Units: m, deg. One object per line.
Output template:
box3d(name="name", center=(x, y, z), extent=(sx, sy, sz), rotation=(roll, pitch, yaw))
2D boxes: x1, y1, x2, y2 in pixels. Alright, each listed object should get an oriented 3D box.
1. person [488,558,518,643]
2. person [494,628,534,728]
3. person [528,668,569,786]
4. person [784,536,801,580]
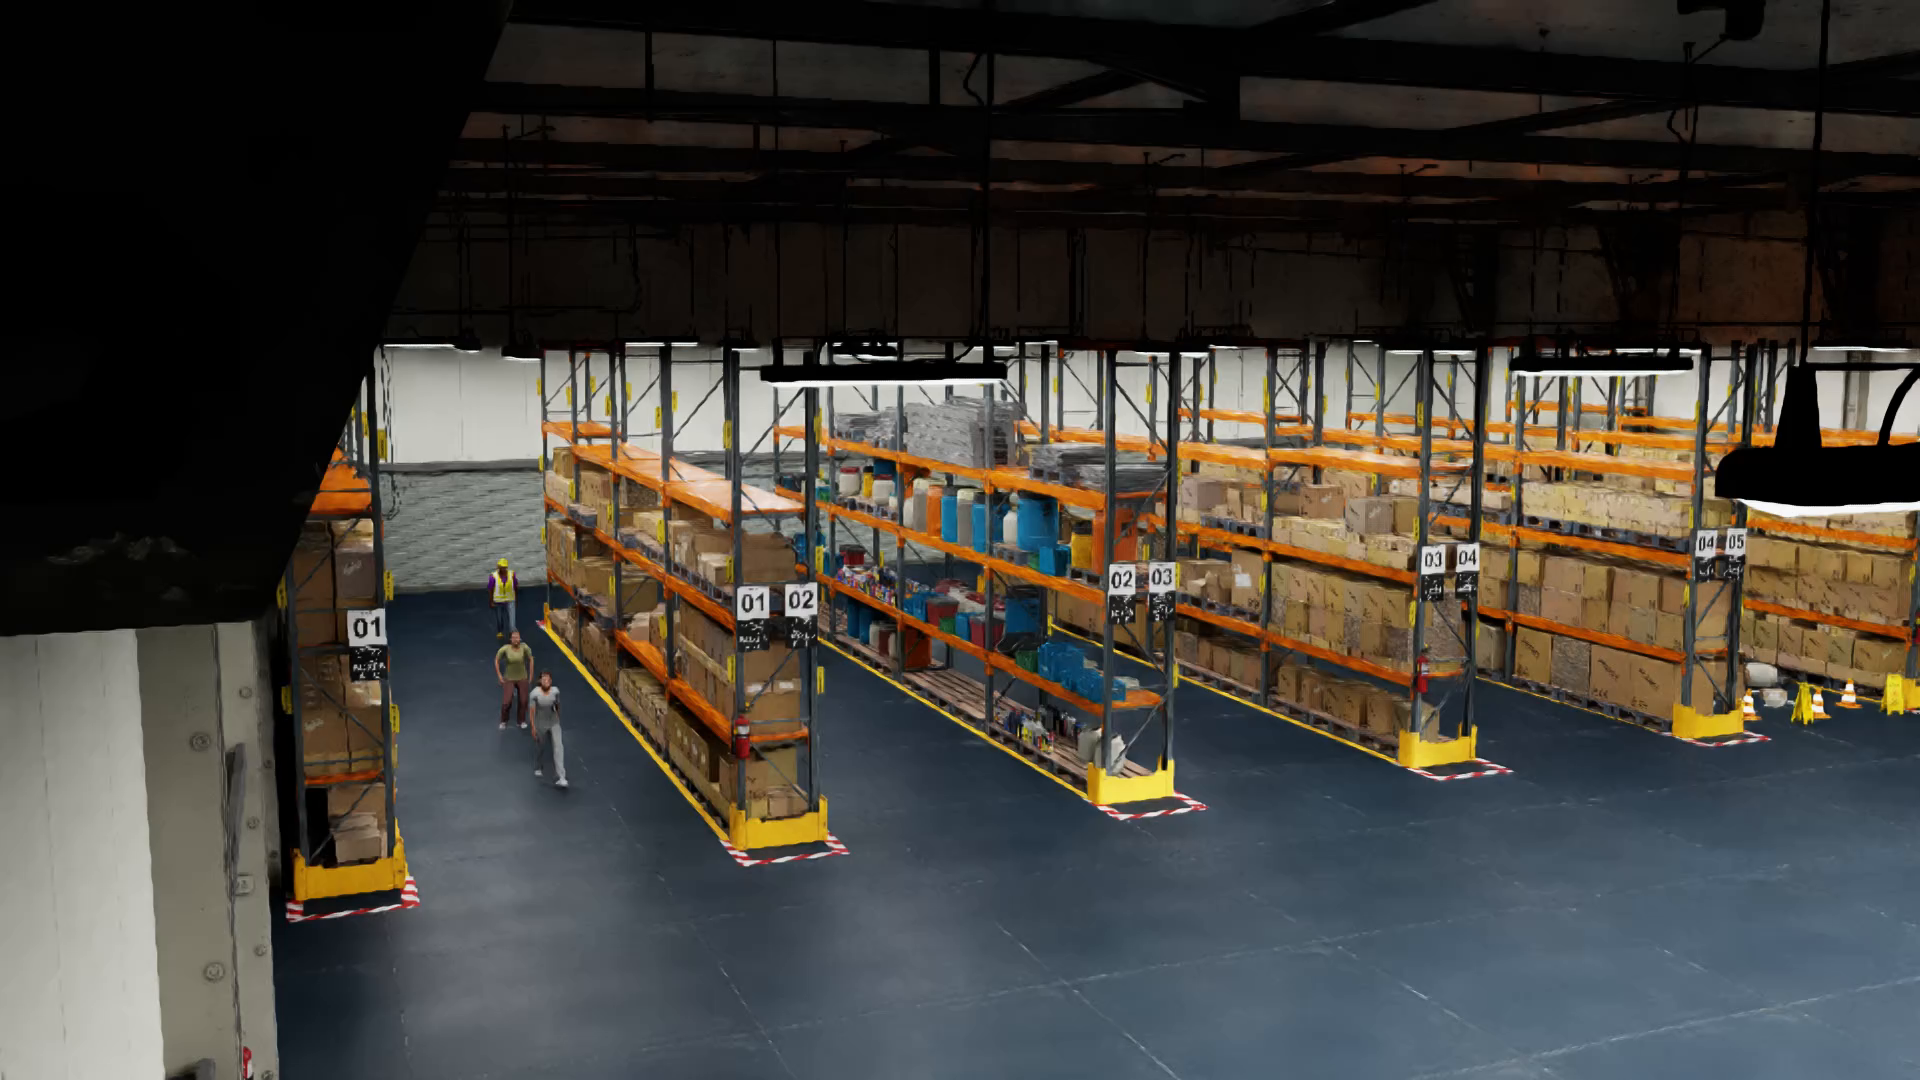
box3d(name="person", center=(-9.073, 1.184, 33.054), extent=(0.579, 1.688, 1.107), rotation=(-3, 8, -19))
box3d(name="person", center=(-6.964, 2.162, 26.007), extent=(0.598, 1.618, 0.507), rotation=(-3, 8, -24))
box3d(name="person", center=(-5.709, 2.548, 22.918), extent=(0.449, 1.585, 1.097), rotation=(-3, 8, -23))
box3d(name="person", center=(-3.619, 0.690, 35.871), extent=(0.477, 1.586, 0.399), rotation=(3, 8, 21))
